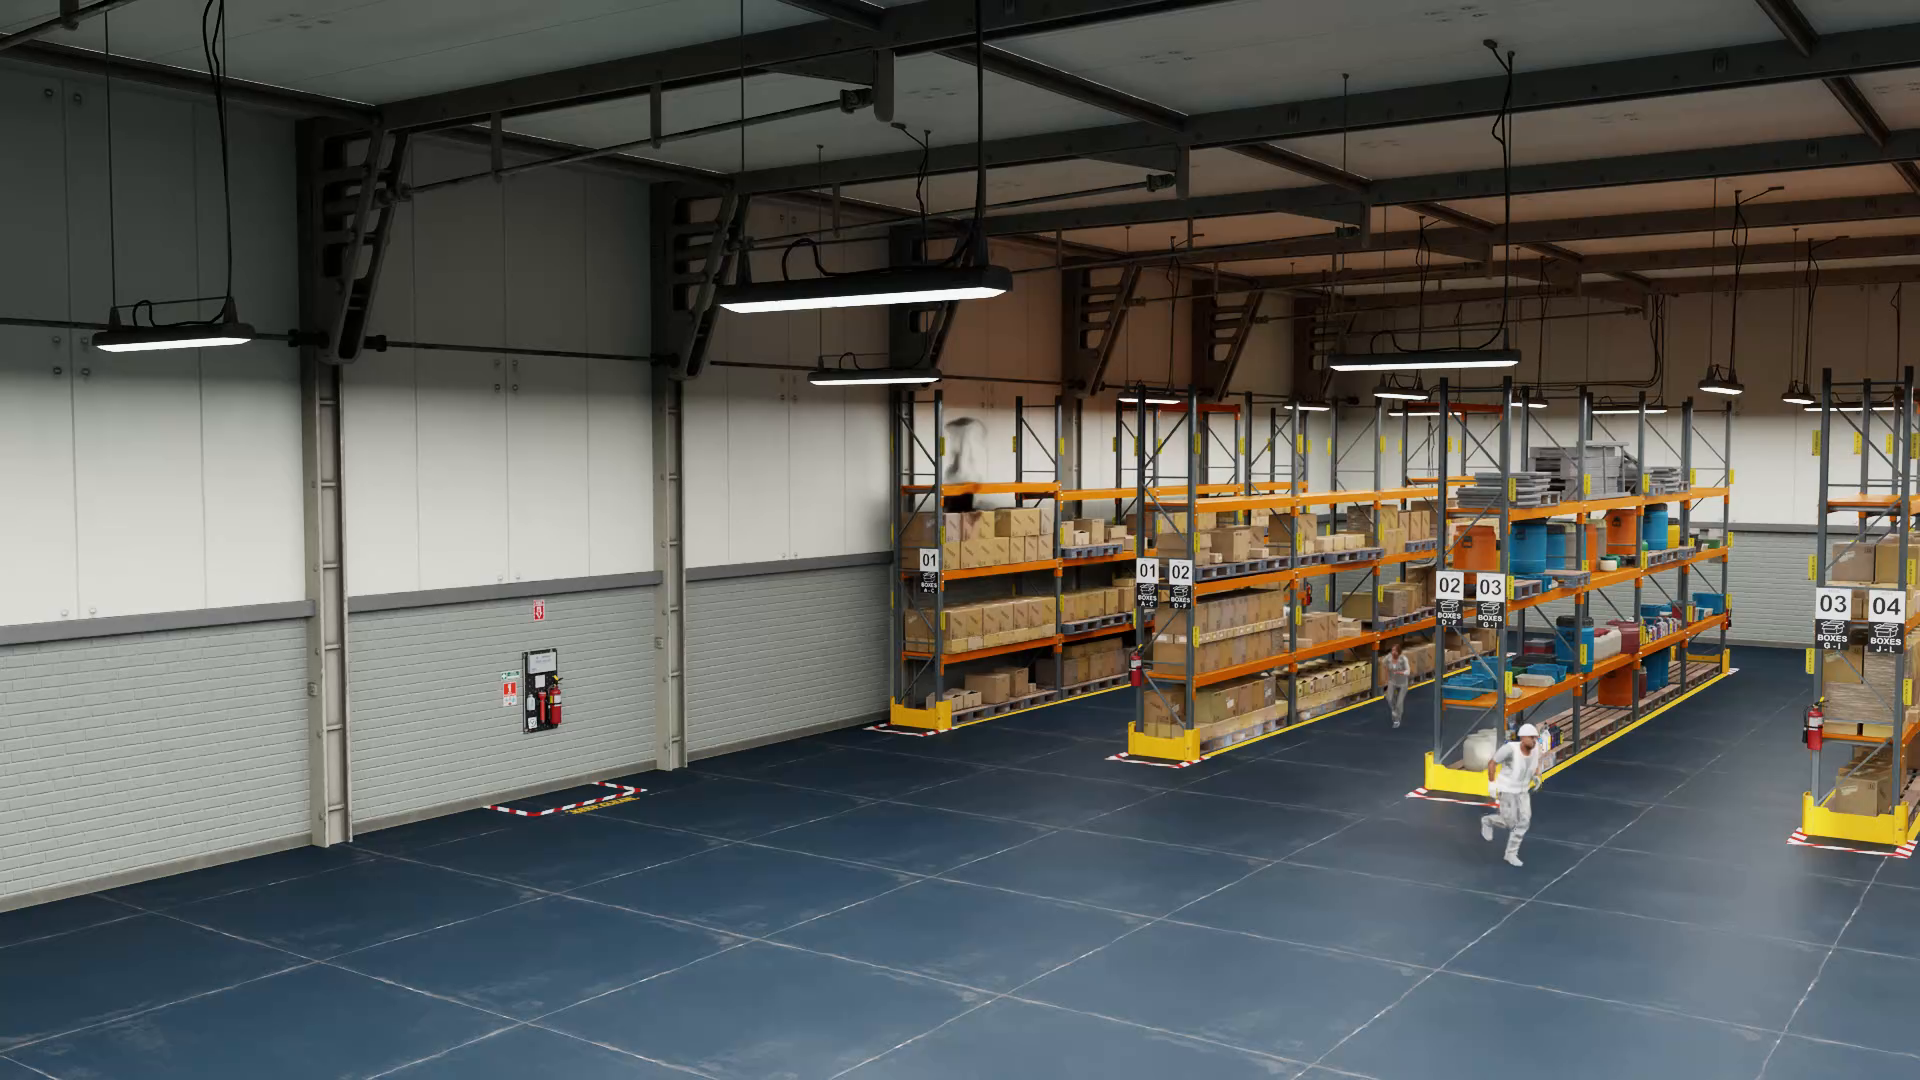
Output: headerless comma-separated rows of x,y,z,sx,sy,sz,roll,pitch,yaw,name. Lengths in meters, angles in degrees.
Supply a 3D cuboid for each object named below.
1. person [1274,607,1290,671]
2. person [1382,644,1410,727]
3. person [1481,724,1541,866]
6.787,2.090,35.601,0.680,1.822,0.977,2,4,25,person
7.717,2.595,29.466,0.524,1.496,0.727,1,4,24,person
6.660,3.037,20.103,0.680,1.713,0.859,-2,4,-28,person
